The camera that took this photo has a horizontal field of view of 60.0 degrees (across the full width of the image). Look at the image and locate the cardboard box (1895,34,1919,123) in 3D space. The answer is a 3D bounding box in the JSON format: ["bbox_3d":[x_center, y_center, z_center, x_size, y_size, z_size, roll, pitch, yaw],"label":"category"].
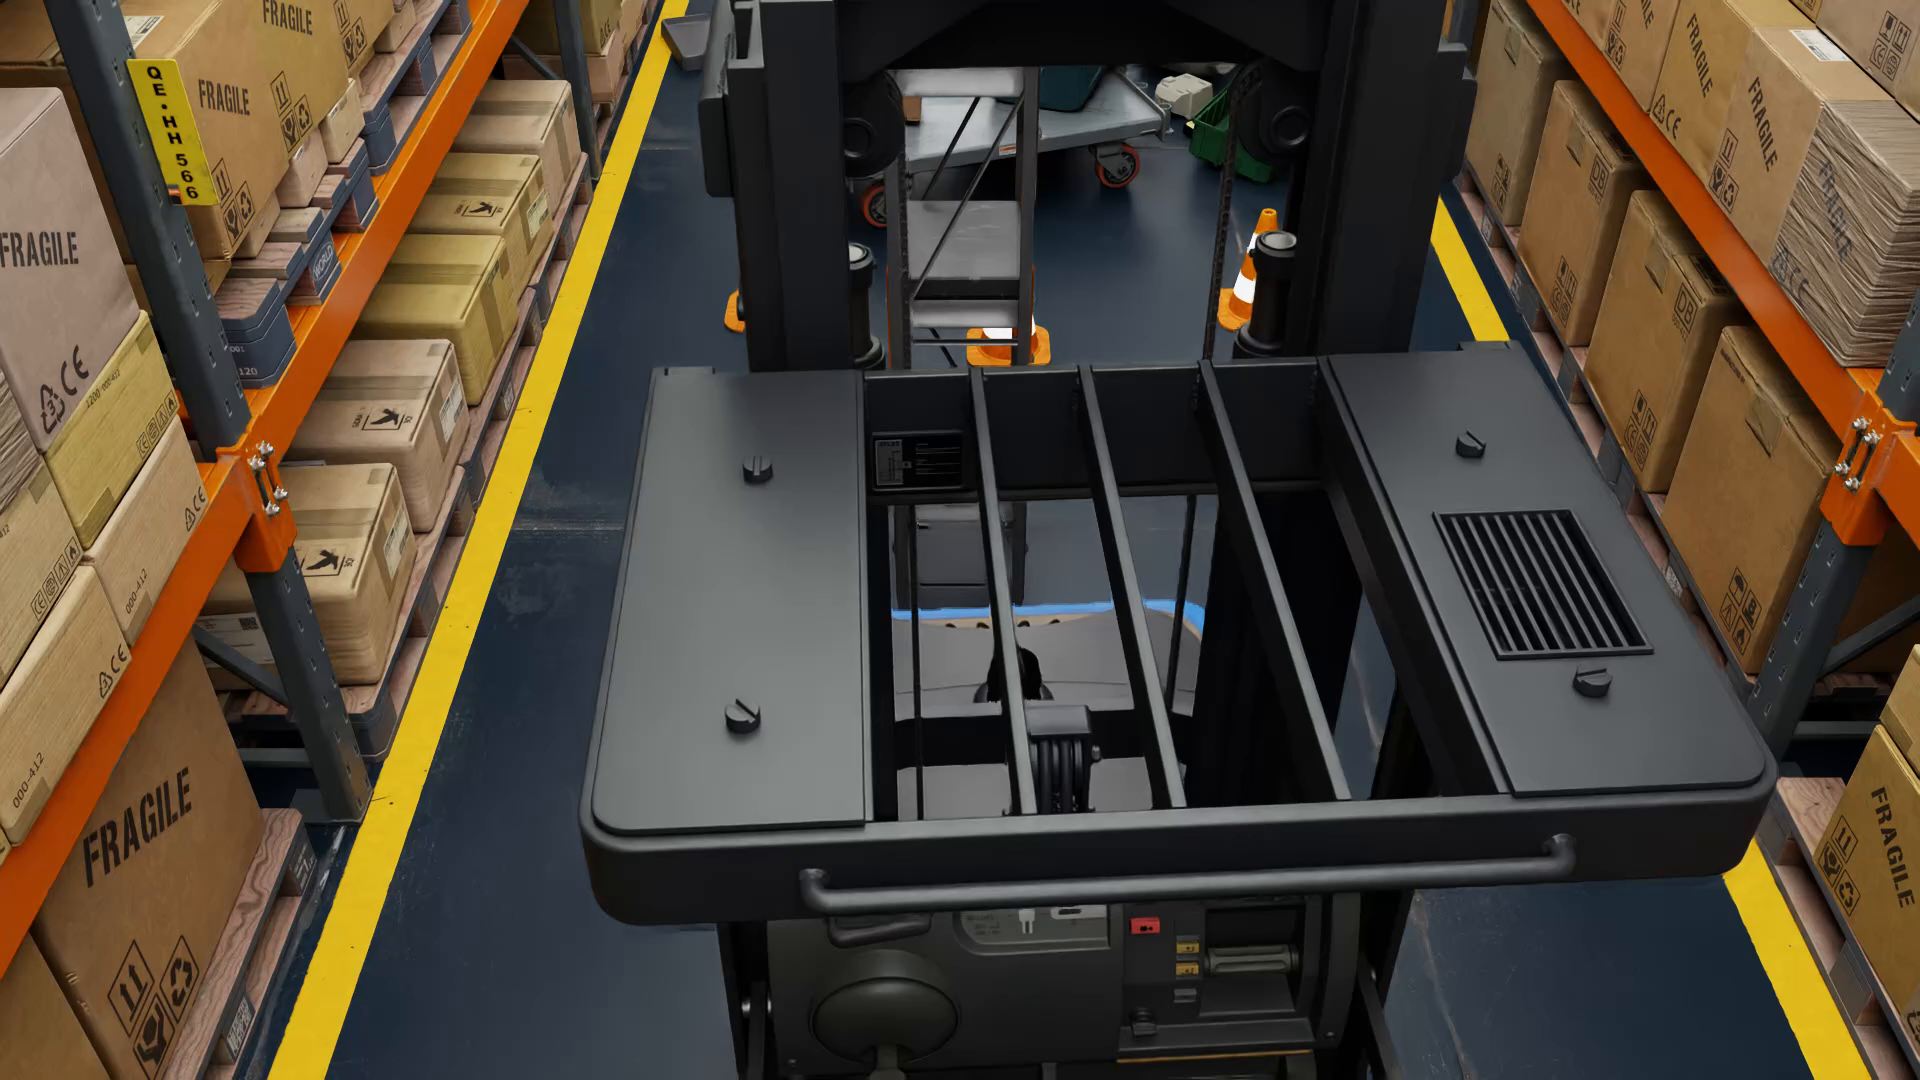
[{"bbox_3d":[2.757,-1.173,3.936,0.700,0.500,0.500,0,39,0],"label":"cardboard box"}]

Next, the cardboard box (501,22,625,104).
[{"bbox_3d":[-1.938,-2.358,8.157,0.500,0.250,0.500,-2,39,-2],"label":"cardboard box"}]

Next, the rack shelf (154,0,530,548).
[{"bbox_3d":[-2.205,-1.367,5.632,1.077,0.370,4.000,0,39,0],"label":"rack shelf"}]

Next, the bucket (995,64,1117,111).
[{"bbox_3d":[0.437,-2.364,7.703,0.726,0.611,0.620,13,50,15],"label":"bucket"}]

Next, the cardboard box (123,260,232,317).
[{"bbox_3d":[-2.017,-0.666,4.047,0.380,0.149,0.250,-2,39,-3],"label":"cardboard box"}]

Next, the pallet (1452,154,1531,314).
[{"bbox_3d":[2.819,-1.394,7.321,1.003,0.211,1.213,0,39,0],"label":"pallet"}]

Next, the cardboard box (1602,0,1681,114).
[{"bbox_3d":[2.474,-1.729,5.429,0.500,0.500,0.500,1,39,1],"label":"cardboard box"}]

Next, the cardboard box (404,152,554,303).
[{"bbox_3d":[-2.200,-1.259,6.688,0.950,0.372,0.625,2,39,3],"label":"cardboard box"}]

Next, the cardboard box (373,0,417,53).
[{"bbox_3d":[-1.971,-1.676,5.308,0.380,0.149,0.250,1,39,1],"label":"cardboard box"}]

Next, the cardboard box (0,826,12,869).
[{"bbox_3d":[-1.942,0.612,2.707,0.500,0.250,0.500,0,39,-1],"label":"cardboard box"}]

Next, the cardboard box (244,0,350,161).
[{"bbox_3d":[-1.979,-1.323,4.349,0.500,0.500,0.500,2,39,2],"label":"cardboard box"}]

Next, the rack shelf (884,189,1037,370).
[{"bbox_3d":[0.000,-0.705,4.973,0.431,0.518,0.480,0,39,0],"label":"rack shelf"}]

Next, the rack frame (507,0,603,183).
[{"bbox_3d":[-2.207,-2.898,6.968,1.000,3.000,0.127,0,39,0],"label":"rack frame"}]

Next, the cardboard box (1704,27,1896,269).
[{"bbox_3d":[2.479,-1.096,4.639,0.500,0.500,0.500,0,39,0],"label":"cardboard box"}]

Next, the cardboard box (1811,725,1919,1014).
[{"bbox_3d":[2.493,0.791,4.028,0.500,0.500,0.500,-2,39,-2],"label":"cardboard box"}]

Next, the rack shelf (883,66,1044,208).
[{"bbox_3d":[0.000,-1.251,4.535,0.431,0.518,0.480,0,39,0],"label":"rack shelf"}]

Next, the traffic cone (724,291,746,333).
[{"bbox_3d":[-0.806,-1.134,6.794,0.336,0.463,0.334,0,39,0],"label":"traffic cone"}]

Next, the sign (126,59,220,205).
[{"bbox_3d":[-1.648,-0.851,3.487,0.100,0.325,0.005,0,39,0],"label":"sign"}]

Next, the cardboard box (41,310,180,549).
[{"bbox_3d":[-1.948,-0.230,3.359,0.500,0.250,0.500,0,39,0],"label":"cardboard box"}]

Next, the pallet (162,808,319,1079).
[{"bbox_3d":[-2.277,1.185,4.103,1.003,0.211,1.213,0,39,0],"label":"pallet"}]

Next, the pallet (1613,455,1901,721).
[{"bbox_3d":[2.822,0.132,5.417,1.003,0.211,1.213,0,39,0],"label":"pallet"}]

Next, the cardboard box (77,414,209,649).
[{"bbox_3d":[-1.942,-0.022,3.499,0.500,0.250,0.500,-1,39,-2],"label":"cardboard box"}]

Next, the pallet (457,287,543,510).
[{"bbox_3d":[-2.201,-0.558,6.278,1.003,0.211,1.213,0,39,0],"label":"pallet"}]

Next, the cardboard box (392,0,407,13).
[{"bbox_3d":[-1.980,-1.968,5.153,0.500,0.500,0.500,-1,39,-2],"label":"cardboard box"}]

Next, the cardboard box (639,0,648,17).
[{"bbox_3d":[-1.953,-3.024,8.987,0.500,0.250,0.500,-1,39,-1],"label":"cardboard box"}]

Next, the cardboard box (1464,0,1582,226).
[{"bbox_3d":[2.833,-1.863,7.139,1.050,0.750,0.750,0,39,0],"label":"cardboard box"}]

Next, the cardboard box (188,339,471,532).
[{"bbox_3d":[-2.202,-0.350,5.553,0.950,0.372,0.625,-1,39,-1],"label":"cardboard box"}]

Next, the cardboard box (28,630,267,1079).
[{"bbox_3d":[-2.285,0.701,3.840,0.875,0.875,0.875,0,39,0],"label":"cardboard box"}]

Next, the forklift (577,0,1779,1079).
[{"bbox_3d":[0.180,0.761,2.457,1.130,2.935,3.031,-2,39,-3],"label":"forklift"}]

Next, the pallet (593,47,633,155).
[{"bbox_3d":[-2.243,-2.230,8.364,1.003,0.211,1.213,0,39,0],"label":"pallet"}]

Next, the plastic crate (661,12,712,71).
[{"bbox_3d":[-1.389,-2.741,9.106,0.402,0.080,0.583,-13,40,-16],"label":"plastic crate"}]

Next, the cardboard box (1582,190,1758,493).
[{"bbox_3d":[2.832,-0.677,5.659,1.050,0.750,0.750,1,39,1],"label":"cardboard box"}]

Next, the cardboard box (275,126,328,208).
[{"bbox_3d":[-1.938,-1.014,4.481,0.380,0.149,0.250,-2,39,-3],"label":"cardboard box"}]

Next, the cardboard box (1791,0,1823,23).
[{"bbox_3d":[2.752,-1.810,4.731,0.700,0.500,0.500,-1,39,-1],"label":"cardboard box"}]

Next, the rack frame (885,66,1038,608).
[{"bbox_3d":[0.000,-0.563,4.774,0.400,2.100,0.015,0,39,0],"label":"rack frame"}]

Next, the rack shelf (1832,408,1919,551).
[{"bbox_3d":[2.750,1.068,2.594,1.077,0.370,4.000,0,39,0],"label":"rack shelf"}]

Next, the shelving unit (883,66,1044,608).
[{"bbox_3d":[0.000,-0.716,4.964,0.431,2.100,0.503,0,39,0],"label":"shelving unit"}]

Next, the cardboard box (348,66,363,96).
[{"bbox_3d":[-1.996,-1.336,4.884,0.380,0.149,0.250,2,39,3],"label":"cardboard box"}]

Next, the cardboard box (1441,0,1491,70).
[{"bbox_3d":[2.812,-2.693,8.075,0.875,0.875,0.875,1,39,1],"label":"cardboard box"}]

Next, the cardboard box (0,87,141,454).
[{"bbox_3d":[-1.941,-0.503,3.099,0.500,0.500,0.500,-1,39,-1],"label":"cardboard box"}]

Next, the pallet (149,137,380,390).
[{"bbox_3d":[-2.310,-0.767,4.462,1.213,0.211,1.003,0,39,0],"label":"pallet"}]

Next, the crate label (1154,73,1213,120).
[{"bbox_3d":[1.140,-2.265,8.466,0.298,0.136,0.250,-28,46,-30],"label":"crate label"}]

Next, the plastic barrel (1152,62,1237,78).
[{"bbox_3d":[1.207,-2.668,8.740,0.512,0.421,0.421,28,46,30],"label":"plastic barrel"}]

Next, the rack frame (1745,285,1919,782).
[{"bbox_3d":[2.747,-0.463,3.929,1.000,3.000,0.127,0,39,0],"label":"rack frame"}]

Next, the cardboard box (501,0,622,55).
[{"bbox_3d":[-1.938,-2.651,7.922,0.500,0.500,0.500,2,39,2],"label":"cardboard box"}]
